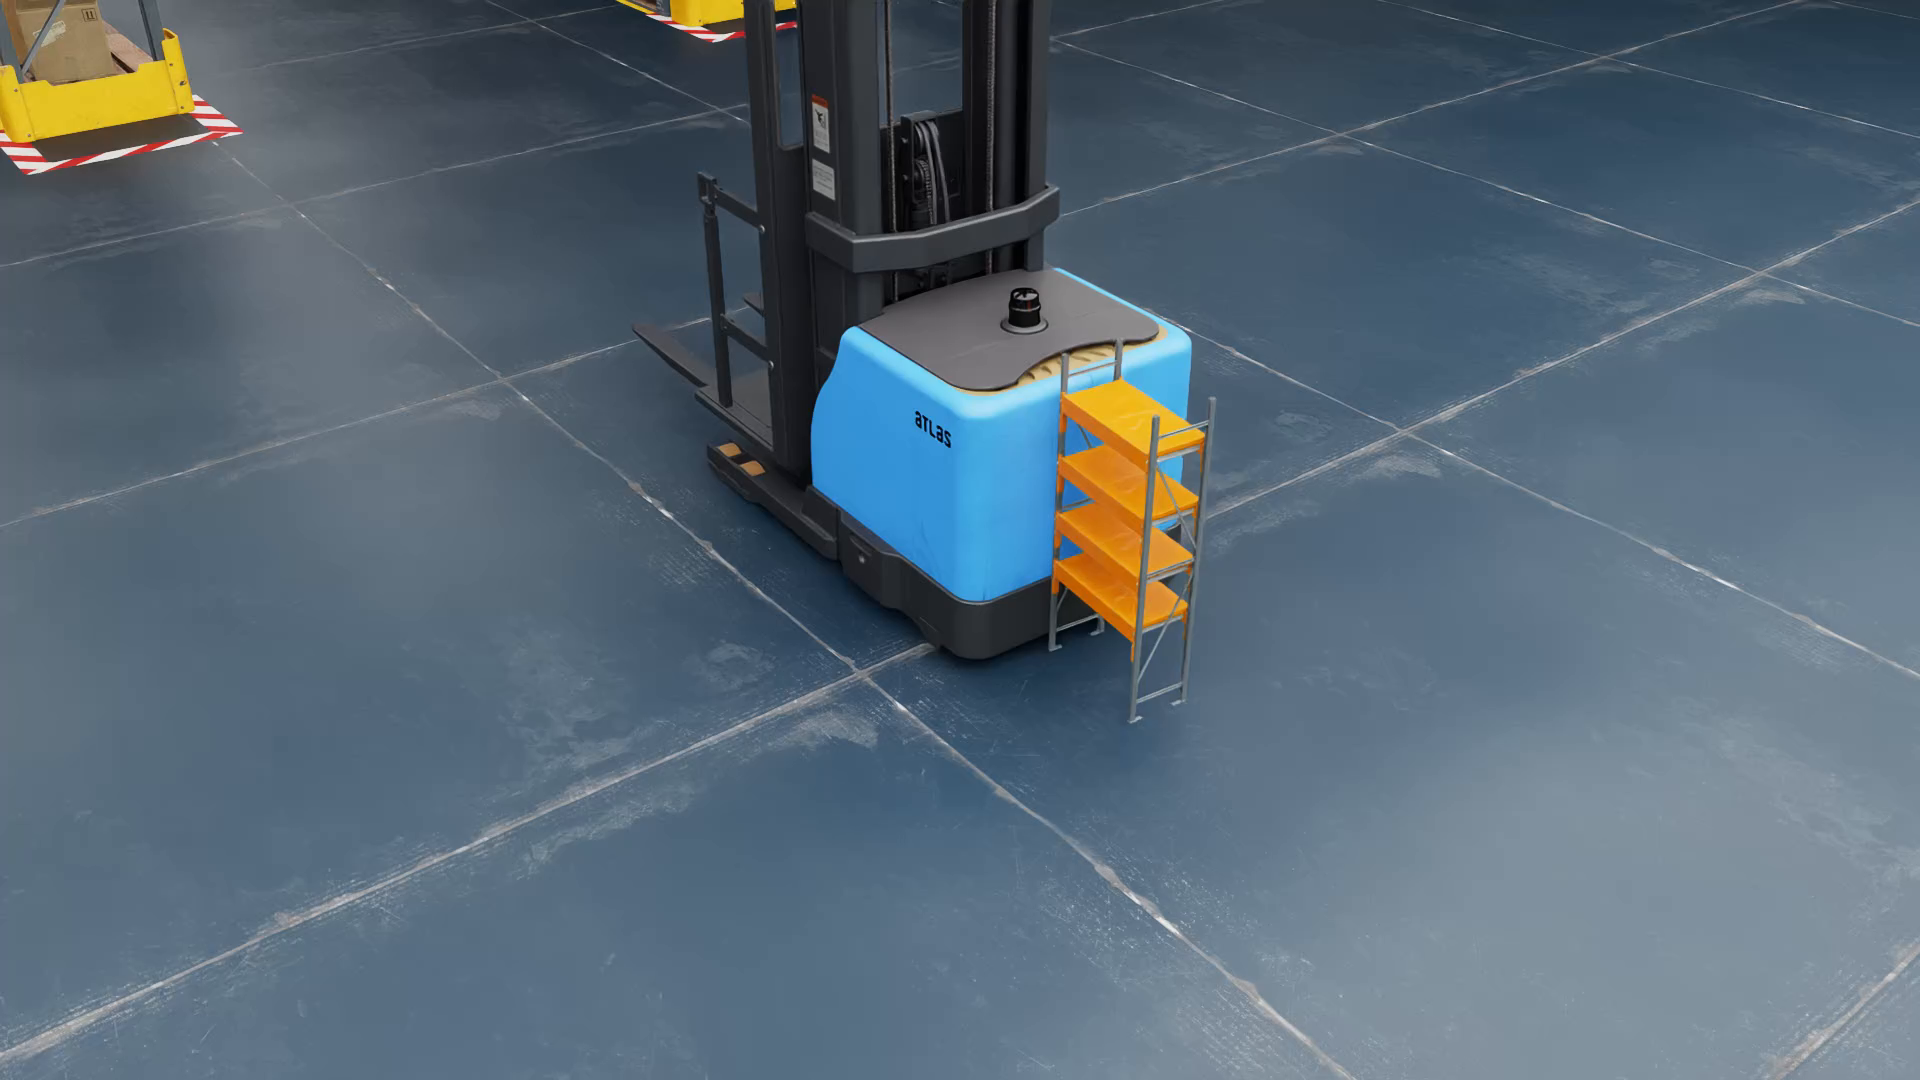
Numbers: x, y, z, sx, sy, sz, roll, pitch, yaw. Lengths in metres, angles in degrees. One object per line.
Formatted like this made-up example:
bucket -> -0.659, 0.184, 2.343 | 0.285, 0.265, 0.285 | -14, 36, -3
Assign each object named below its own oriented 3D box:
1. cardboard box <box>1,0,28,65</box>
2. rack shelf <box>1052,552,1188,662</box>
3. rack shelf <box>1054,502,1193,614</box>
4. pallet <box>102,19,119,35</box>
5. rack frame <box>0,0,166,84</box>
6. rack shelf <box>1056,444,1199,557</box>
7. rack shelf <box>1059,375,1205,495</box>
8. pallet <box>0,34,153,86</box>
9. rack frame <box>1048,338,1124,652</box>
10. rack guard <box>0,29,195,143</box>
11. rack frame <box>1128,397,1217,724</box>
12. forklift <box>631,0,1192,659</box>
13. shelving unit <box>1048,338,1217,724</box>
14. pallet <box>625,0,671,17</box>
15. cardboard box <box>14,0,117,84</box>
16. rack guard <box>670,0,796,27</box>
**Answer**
cardboard box -> -6.578, -3.727, 11.879 | 0.500, 0.500, 0.500 | -12, 34, -19
rack shelf -> 0.559, 0.205, 5.779 | 0.258, 0.148, 0.480 | -18, 37, -26
rack shelf -> 0.561, 0.037, 5.672 | 0.258, 0.148, 0.480 | -18, 37, -26
pallet -> -7.076, -3.812, 12.688 | 1.003, 0.211, 1.213 | -22, 38, -31
rack frame -> -5.815, -4.107, 10.519 | 1.000, 3.000, 0.127 | -22, 38, -31
rack shelf -> 0.563, -0.151, 5.551 | 0.258, 0.148, 0.480 | -18, 37, -26
rack shelf -> 0.565, -0.350, 5.423 | 0.258, 0.148, 0.480 | -18, 37, -26
pallet -> -6.332, -3.304, 11.870 | 1.003, 0.211, 1.213 | -22, 38, -31
rack frame -> 0.434, -0.132, 5.810 | 0.240, 1.200, 0.015 | -18, 37, -26
rack guard -> -5.862, -3.077, 11.230 | 1.175, 0.500, 0.348 | -22, 38, -31
rack frame -> 0.689, 0.094, 5.461 | 0.240, 1.200, 0.015 | -18, 37, -26
forklift -> -0.426, -1.545, 6.460 | 1.130, 2.935, 3.031 | -21, 37, -30
shelving unit -> 0.561, -0.019, 5.636 | 0.258, 1.200, 0.503 | -18, 37, -26
pallet -> -2.387, -4.793, 14.267 | 1.003, 0.211, 1.213 | -22, 38, -31
cardboard box -> -6.185, -3.489, 11.496 | 0.500, 0.500, 0.500 | -15, 35, -23
rack guard -> -1.820, -4.598, 13.679 | 1.175, 0.500, 0.348 | -22, 38, -31
